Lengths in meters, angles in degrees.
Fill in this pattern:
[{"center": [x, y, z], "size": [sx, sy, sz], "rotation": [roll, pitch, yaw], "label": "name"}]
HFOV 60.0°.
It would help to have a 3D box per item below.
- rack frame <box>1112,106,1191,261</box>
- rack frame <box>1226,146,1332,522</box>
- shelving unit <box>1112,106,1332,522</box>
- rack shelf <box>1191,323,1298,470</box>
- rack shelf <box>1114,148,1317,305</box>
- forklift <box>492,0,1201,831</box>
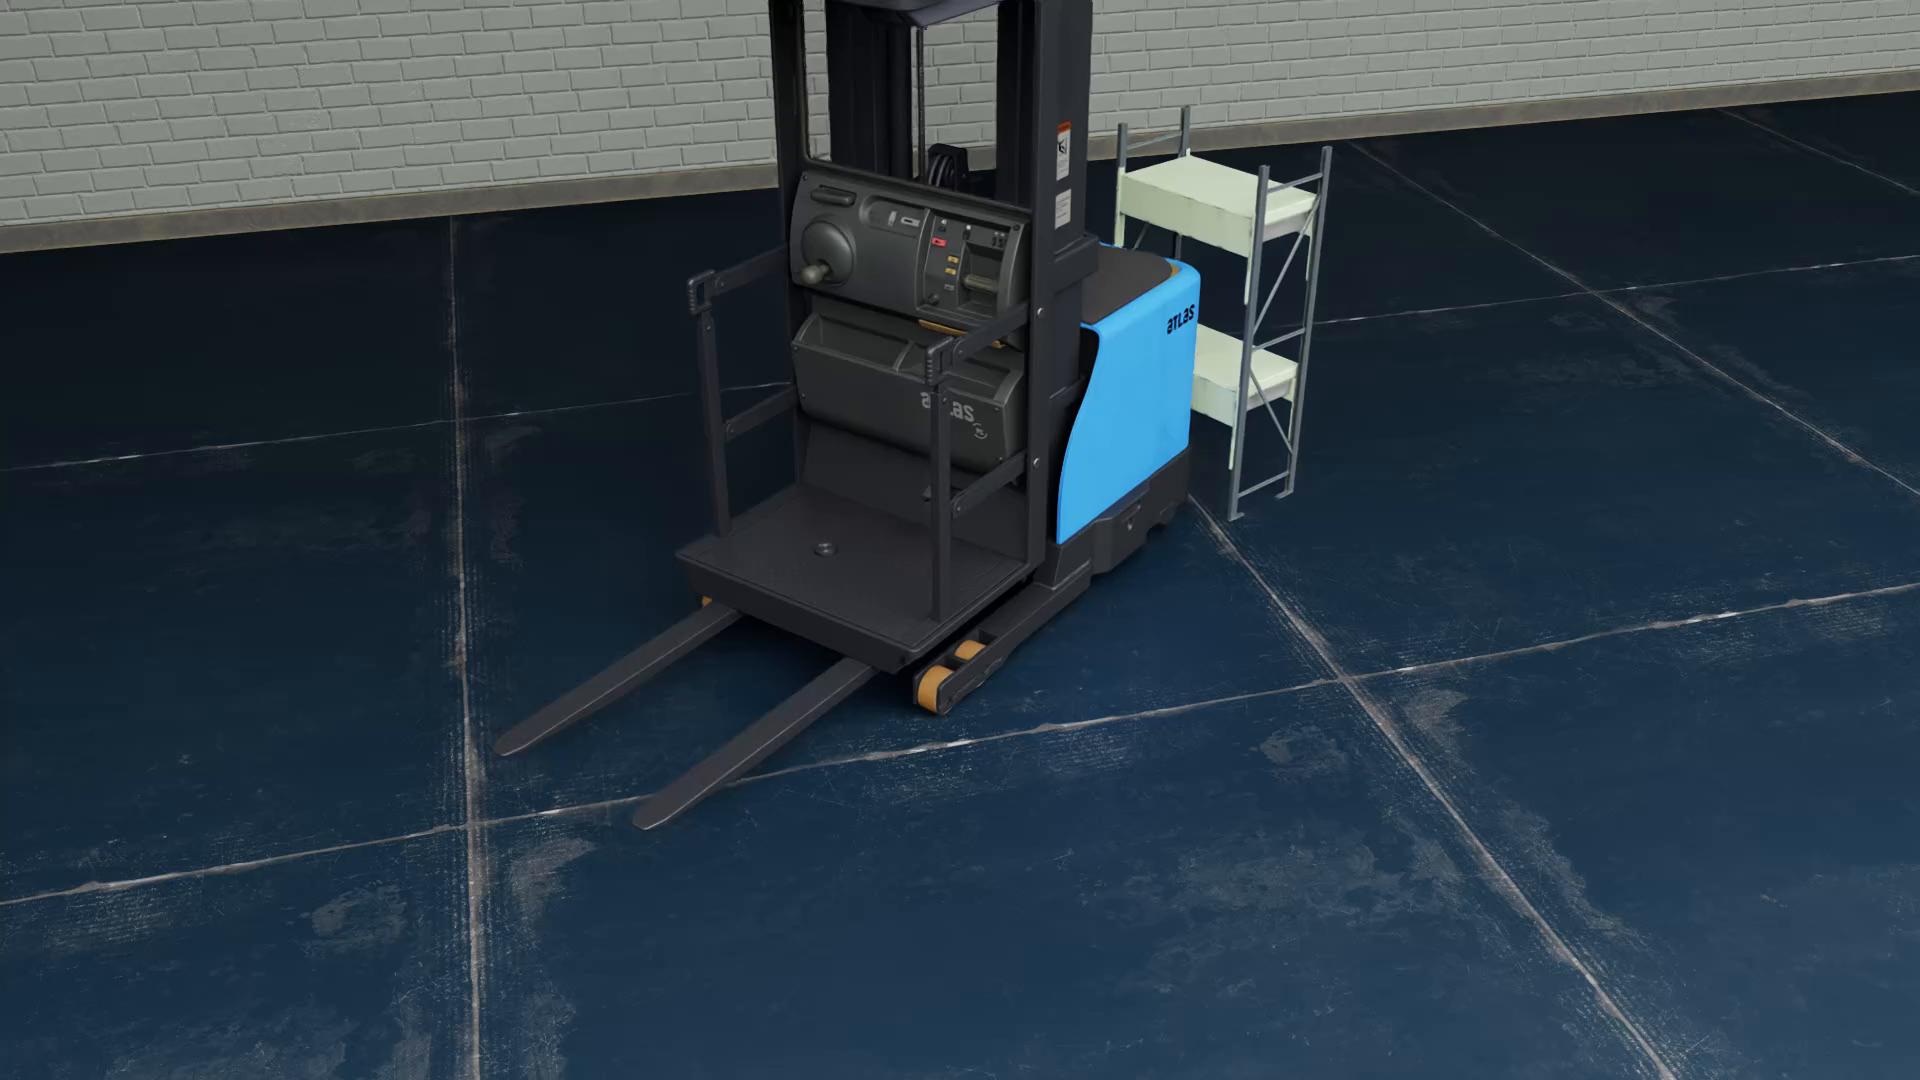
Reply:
[{"center": [0.789, -1.071, 7.104], "size": [0.400, 1.500, 0.023], "rotation": [-23, 37, -34], "label": "rack frame"}, {"center": [1.264, -0.792, 6.621], "size": [0.400, 1.500, 0.023], "rotation": [-23, 37, -34], "label": "rack frame"}, {"center": [1.027, -0.932, 6.863], "size": [0.431, 1.500, 0.755], "rotation": [-23, 37, -34], "label": "shelving unit"}, {"center": [1.027, -0.649, 7.026], "size": [0.431, 0.370, 0.720], "rotation": [-23, 37, -34], "label": "rack shelf"}, {"center": [1.027, -1.269, 6.667], "size": [0.431, 0.370, 0.720], "rotation": [-23, 37, -34], "label": "rack shelf"}, {"center": [-0.313, -0.945, 5.456], "size": [1.130, 2.935, 3.031], "rotation": [20, 35, 30], "label": "forklift"}]
